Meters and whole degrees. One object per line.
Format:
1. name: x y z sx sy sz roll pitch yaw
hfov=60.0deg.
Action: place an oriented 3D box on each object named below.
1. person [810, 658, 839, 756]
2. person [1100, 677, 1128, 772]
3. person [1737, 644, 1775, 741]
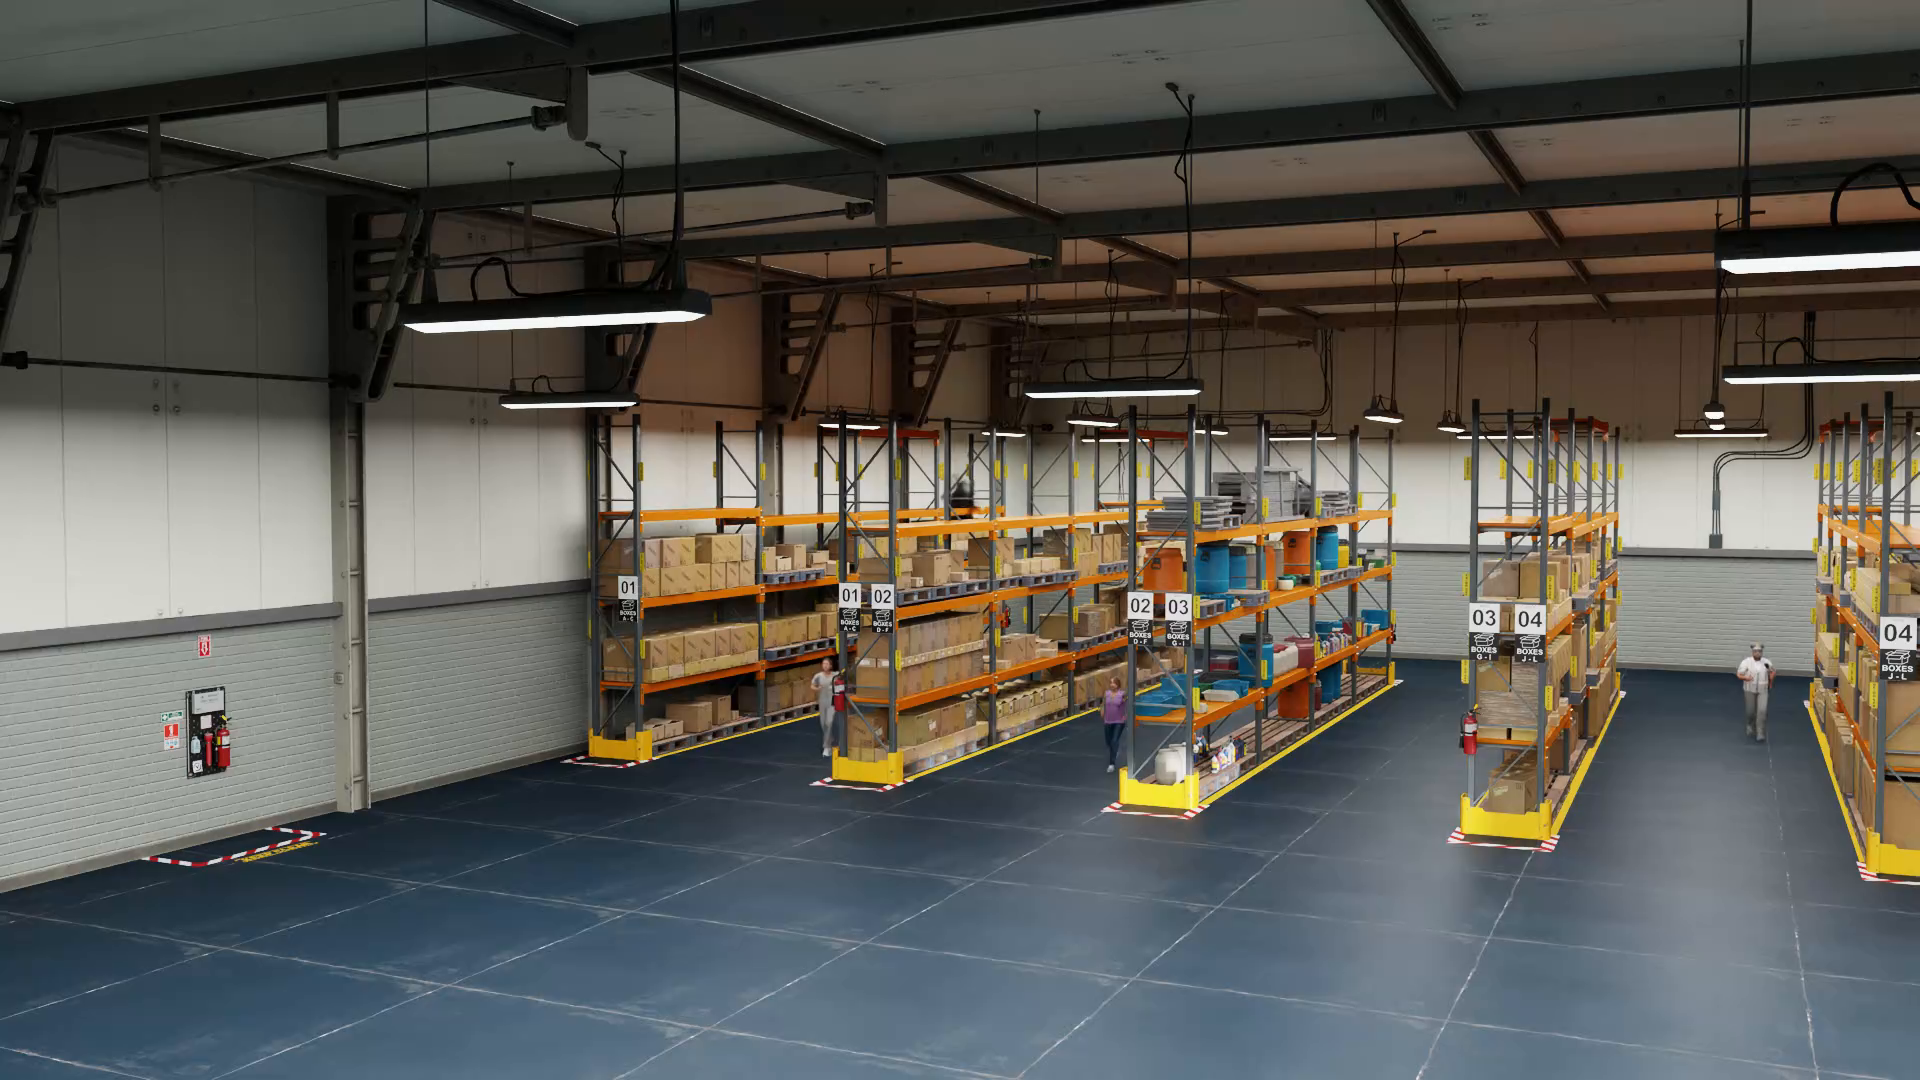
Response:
1. person: -2.352 2.929 29.535 0.583 1.697 0.894 0 2 10
2. person: 2.616 3.082 27.969 0.548 1.574 0.685 1 3 23
3. person: 14.875 2.809 31.053 0.668 1.765 0.941 1 2 20
